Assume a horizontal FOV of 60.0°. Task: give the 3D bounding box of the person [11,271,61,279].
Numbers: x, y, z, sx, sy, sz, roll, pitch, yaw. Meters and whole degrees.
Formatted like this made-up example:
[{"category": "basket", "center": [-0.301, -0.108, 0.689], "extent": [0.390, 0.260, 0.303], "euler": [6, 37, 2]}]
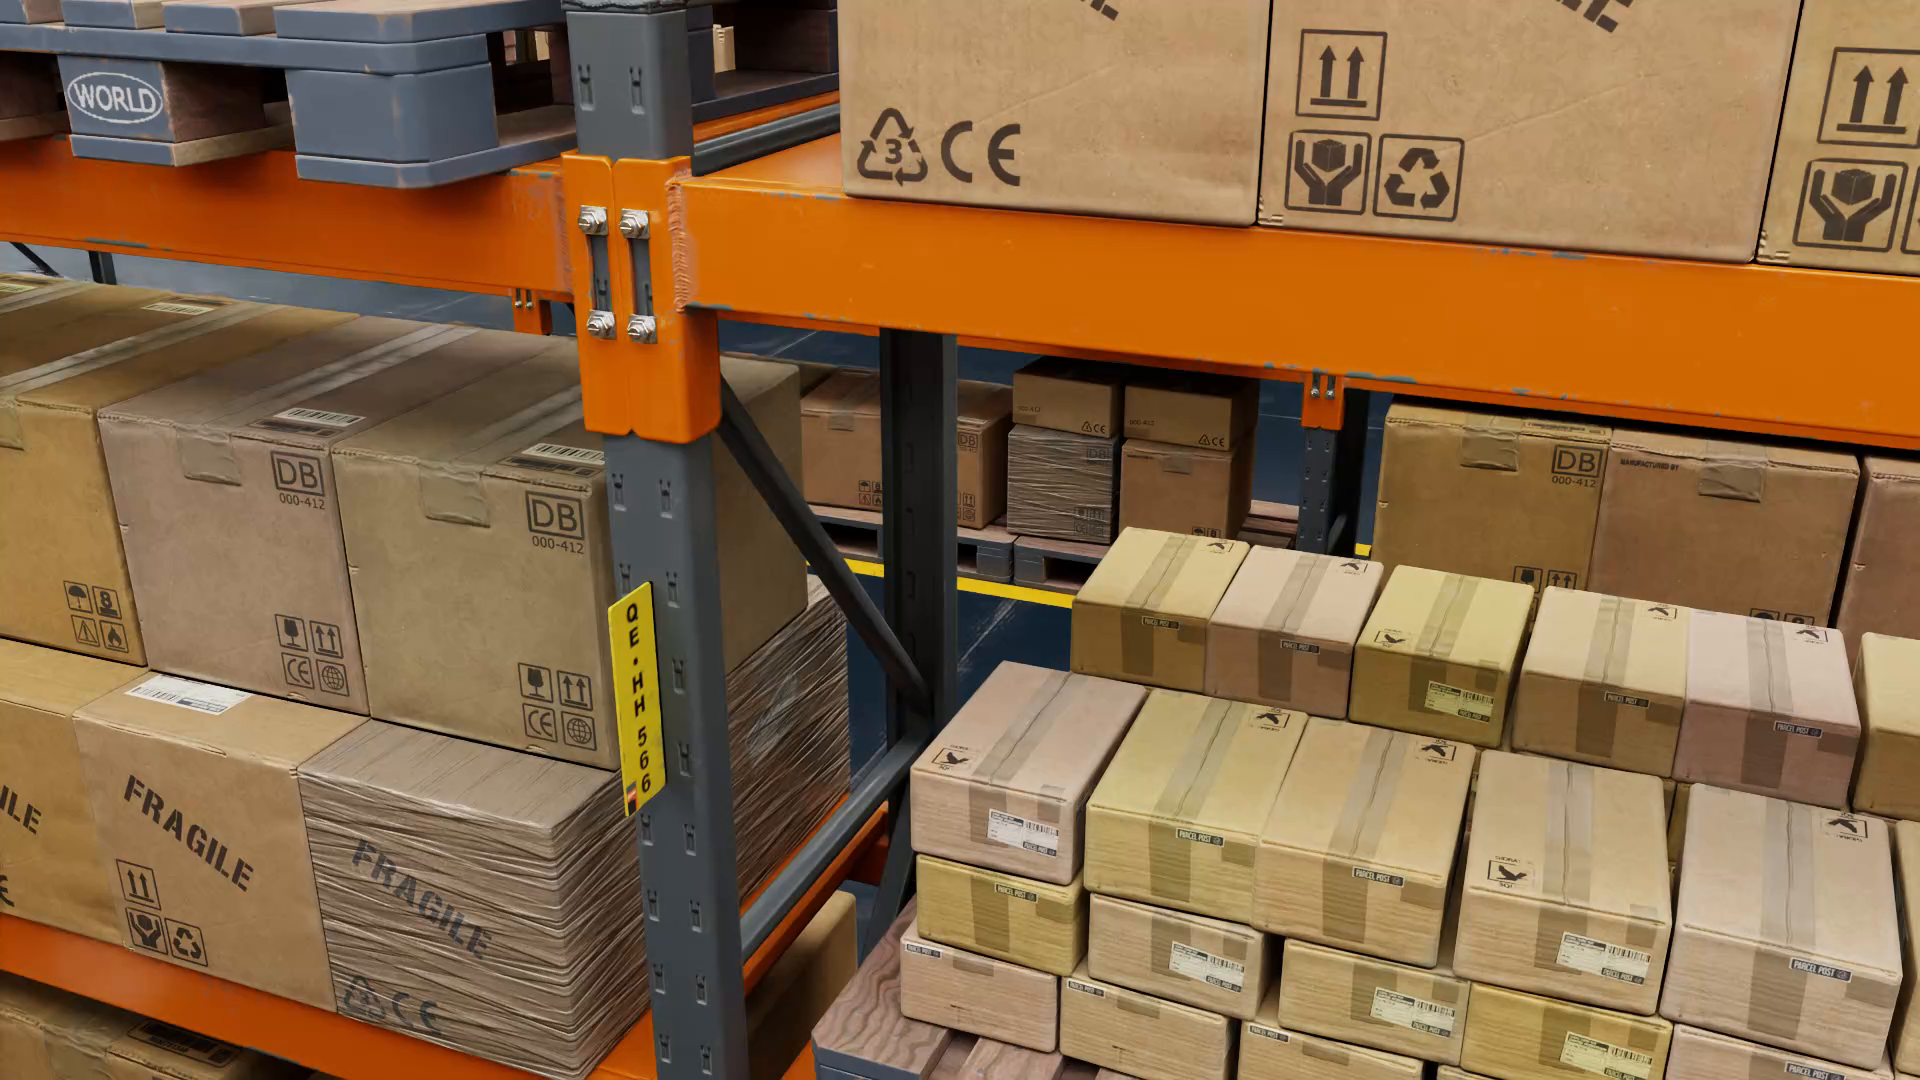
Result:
[{"category": "person", "center": [-3.506, -0.142, 6.441], "extent": [0.776, 1.810, 0.579], "euler": [-1, 22, -3]}]
